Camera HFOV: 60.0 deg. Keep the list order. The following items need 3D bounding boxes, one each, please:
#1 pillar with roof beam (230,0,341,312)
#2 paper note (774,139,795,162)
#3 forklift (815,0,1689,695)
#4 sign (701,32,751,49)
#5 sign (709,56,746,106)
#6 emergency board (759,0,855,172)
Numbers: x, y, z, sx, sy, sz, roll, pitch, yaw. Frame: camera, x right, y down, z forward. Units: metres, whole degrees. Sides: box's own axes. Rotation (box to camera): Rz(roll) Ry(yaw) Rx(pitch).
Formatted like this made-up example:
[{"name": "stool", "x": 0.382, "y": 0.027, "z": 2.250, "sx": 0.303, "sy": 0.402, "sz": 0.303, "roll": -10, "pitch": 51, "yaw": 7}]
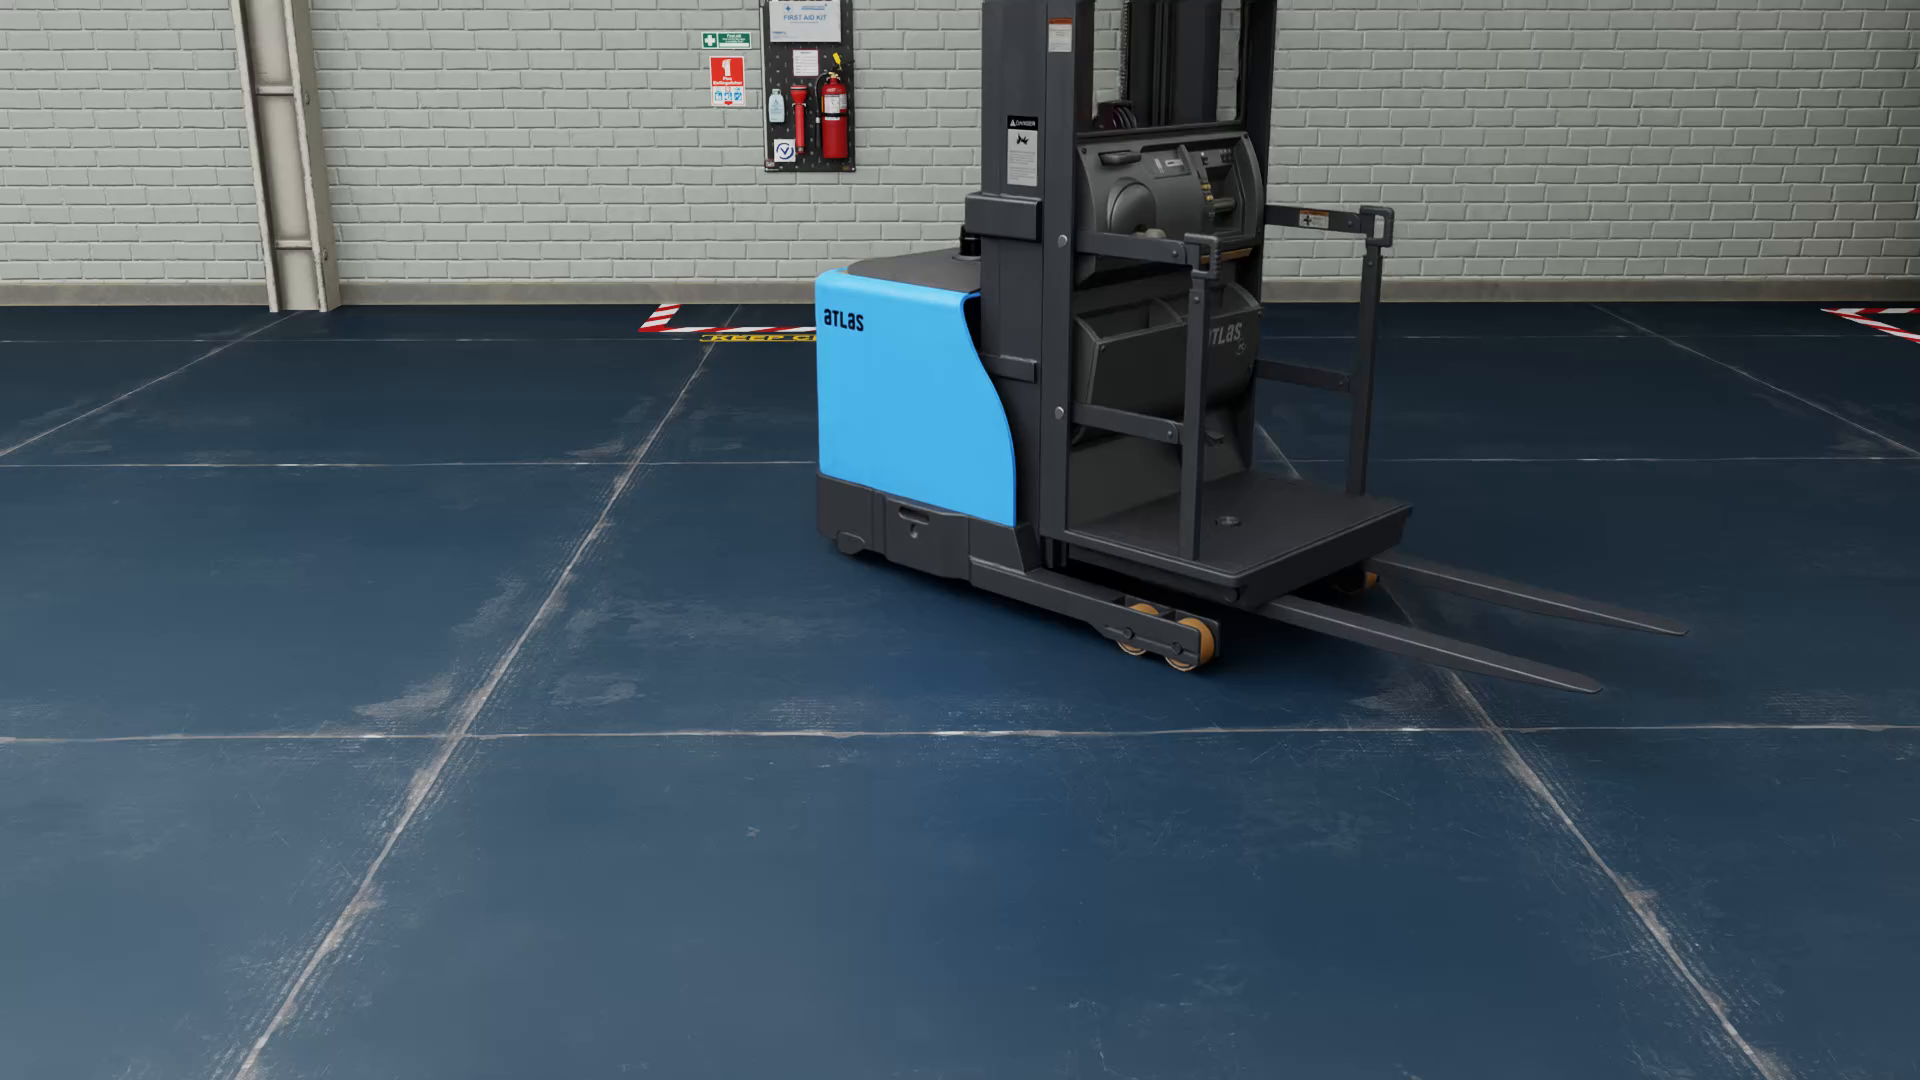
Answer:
[{"name": "pillar with roof beam", "x": -4.485, "y": -4.586, "z": 6.111, "sx": 0.400, "sy": 9.000, "sz": 9.100, "roll": 0, "pitch": 18, "yaw": -1}, {"name": "paper note", "x": -1.203, "y": -2.674, "z": 11.413, "sx": 0.142, "sy": 0.148, "sz": 0.016, "roll": 0, "pitch": 18, "yaw": -1}, {"name": "forklift", "x": 0.862, "y": -1.160, "z": 5.367, "sx": 3.031, "sy": 2.935, "sz": 1.130, "roll": 16, "pitch": 24, "yaw": 41}, {"name": "sign", "x": -1.575, "y": -3.368, "z": 11.211, "sx": 0.331, "sy": 0.109, "sz": 0.001, "roll": 0, "pitch": 18, "yaw": -1}, {"name": "sign", "x": -1.579, "y": -3.119, "z": 11.300, "sx": 0.234, "sy": 0.329, "sz": 0.001, "roll": 0, "pitch": 18, "yaw": -1}, {"name": "emergency board", "x": -1.025, "y": -3.073, "z": 11.216, "sx": 0.643, "sy": 1.169, "sz": 0.194, "roll": 0, "pitch": 18, "yaw": -1}]
